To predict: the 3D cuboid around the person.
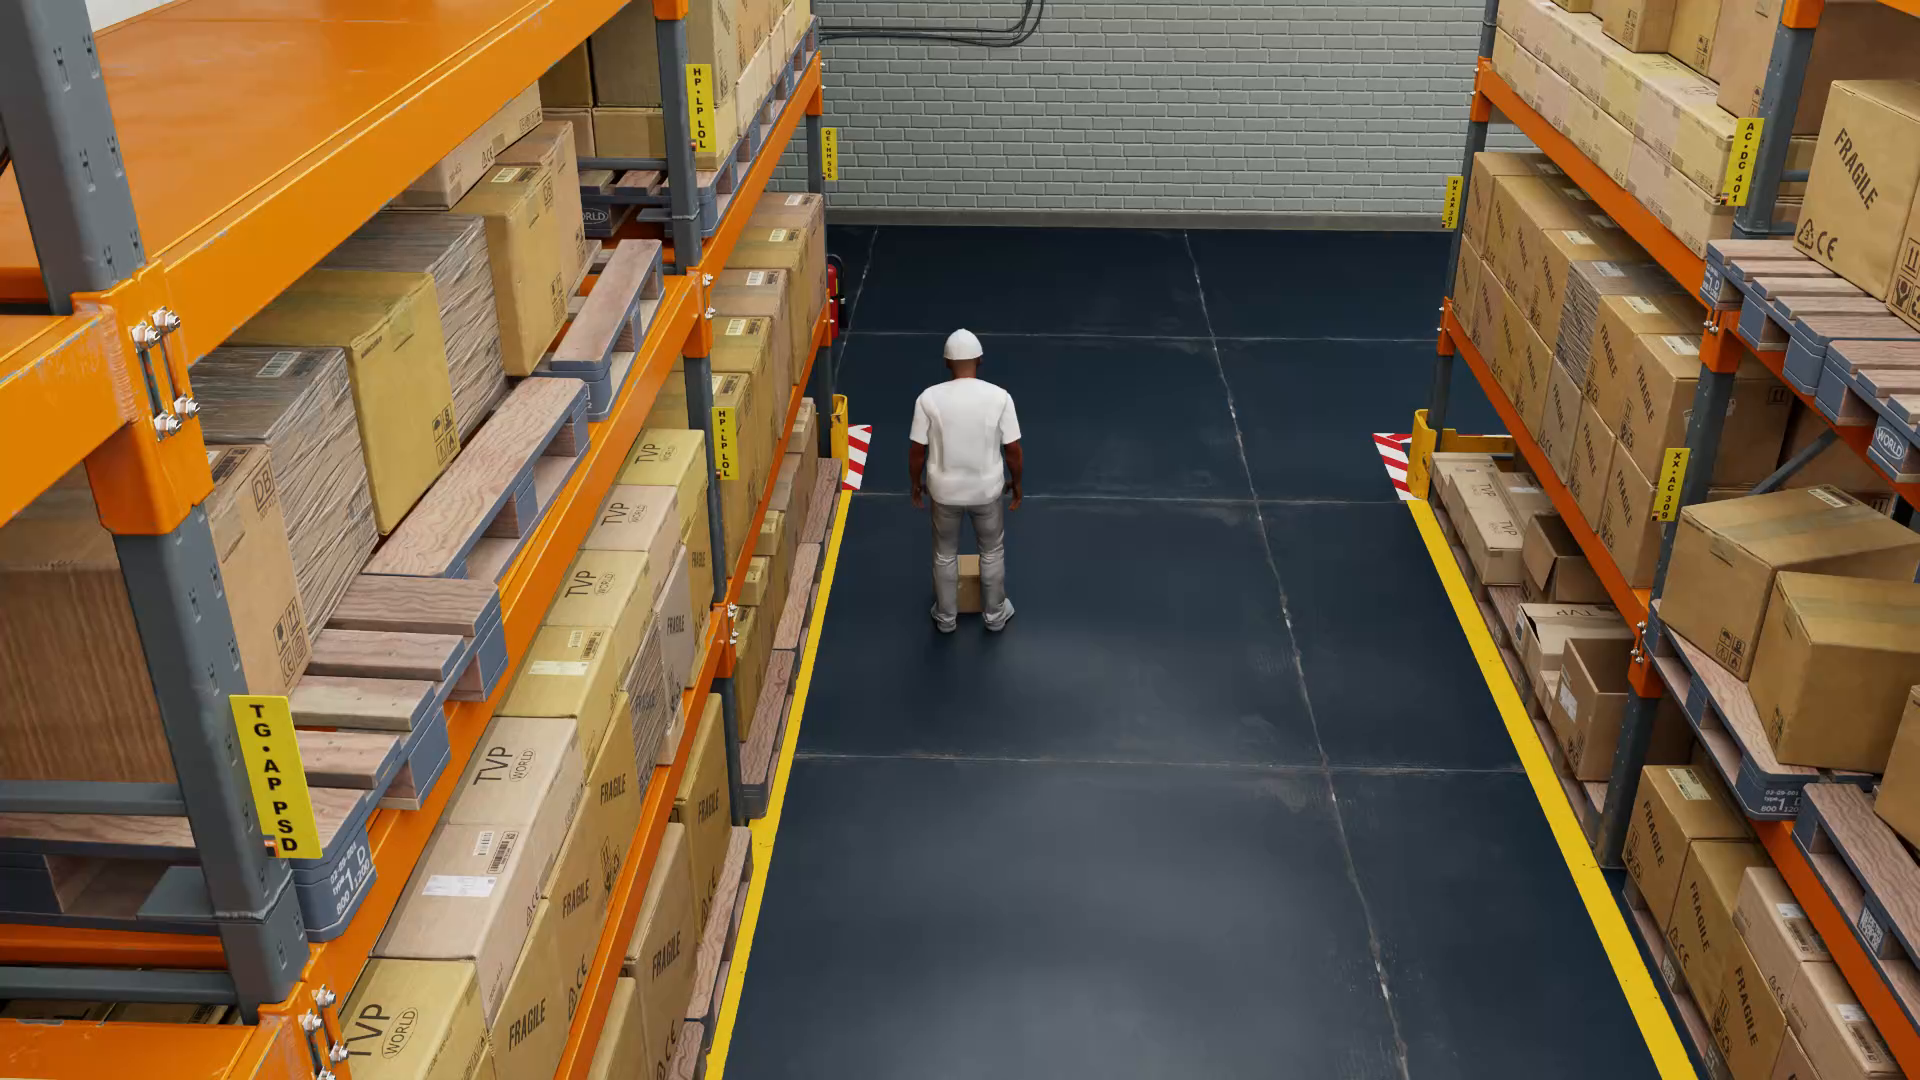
[{"bbox_3d":[0.034,-0.306,9.181,0.627,1.761,0.456,1,28,1],"label":"person"}]
